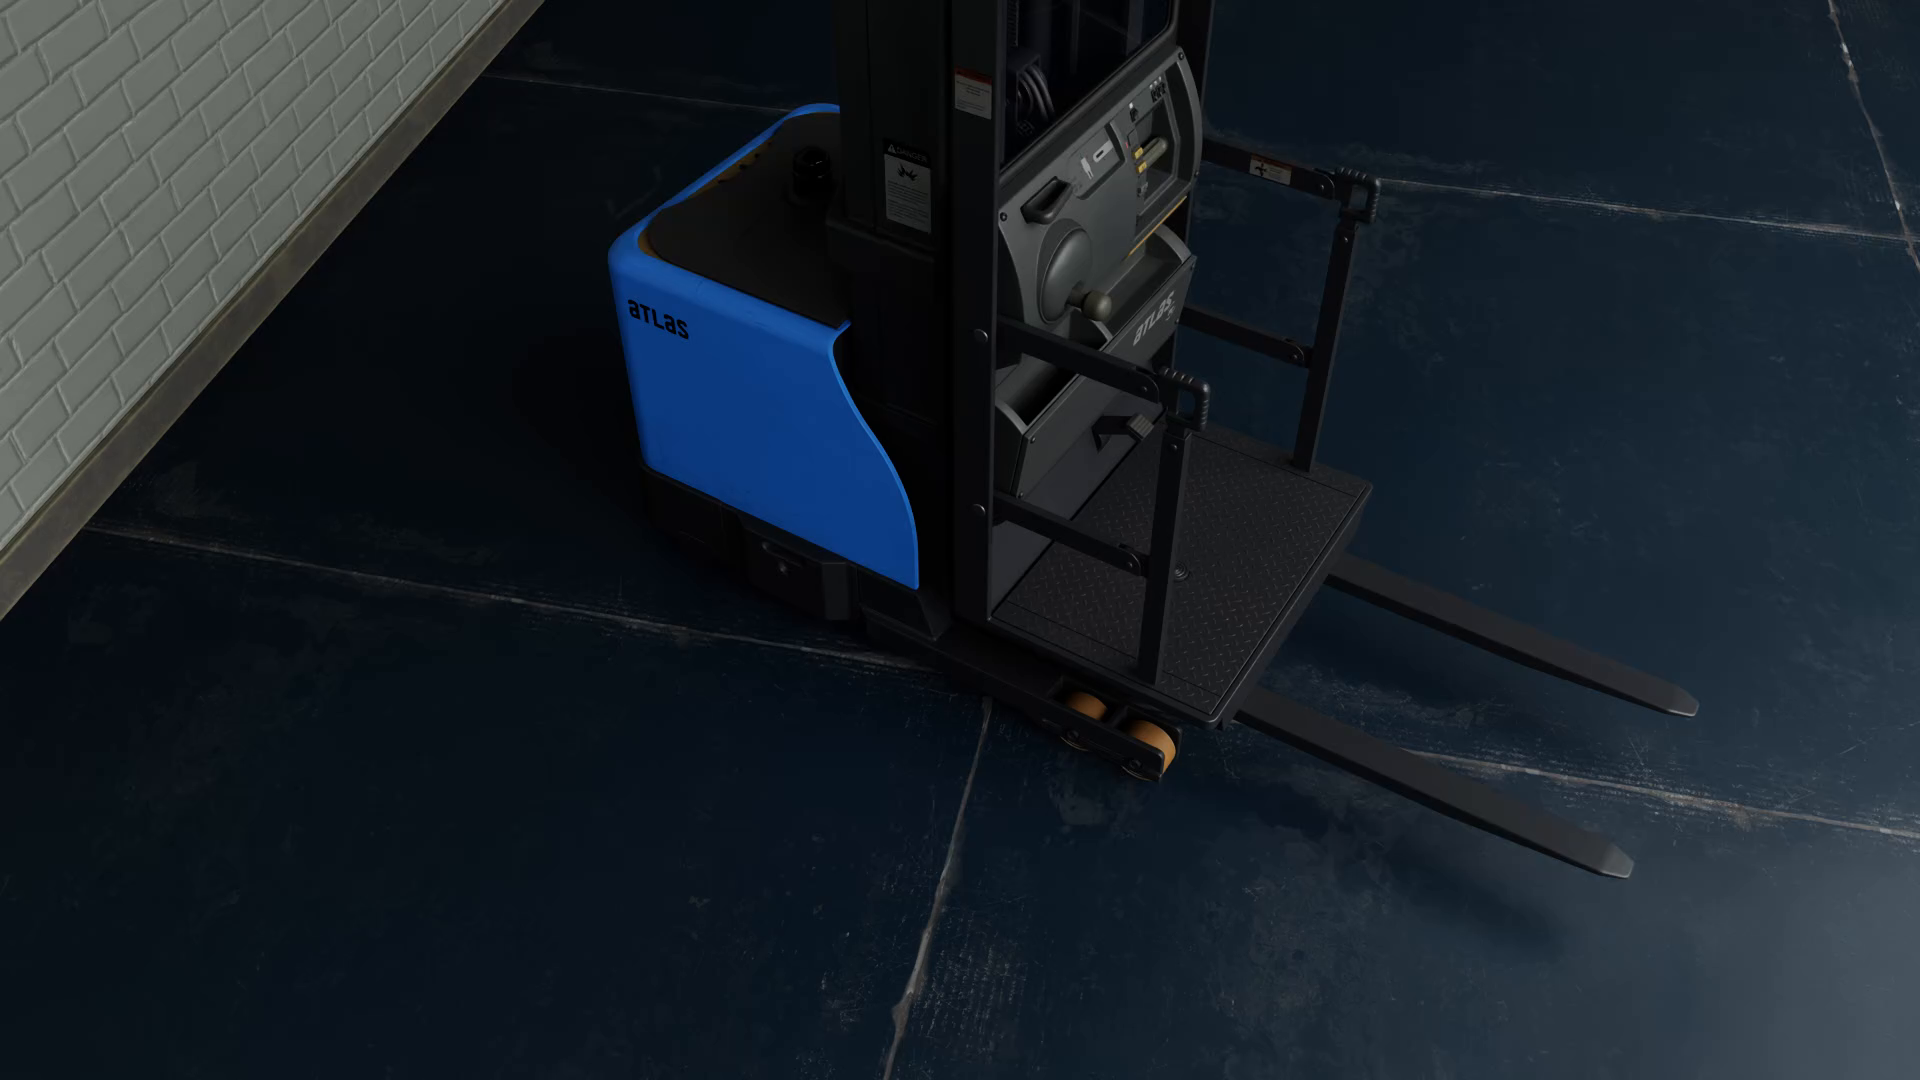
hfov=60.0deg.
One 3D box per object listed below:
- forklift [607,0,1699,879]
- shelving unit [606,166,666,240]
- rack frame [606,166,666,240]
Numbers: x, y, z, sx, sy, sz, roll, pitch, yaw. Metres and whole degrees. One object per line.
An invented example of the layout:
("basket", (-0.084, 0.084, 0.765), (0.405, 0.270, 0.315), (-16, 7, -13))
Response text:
("forklift", (0.533, -0.822, 3.991), (3.031, 2.935, 1.130), (24, 49, 23))
("shelving unit", (-0.878, -0.720, 5.336), (0.210, 0.900, 0.258), (19, 47, 27))
("rack frame", (-0.964, -0.750, 5.383), (0.006, 0.900, 0.240), (19, 47, 27))
